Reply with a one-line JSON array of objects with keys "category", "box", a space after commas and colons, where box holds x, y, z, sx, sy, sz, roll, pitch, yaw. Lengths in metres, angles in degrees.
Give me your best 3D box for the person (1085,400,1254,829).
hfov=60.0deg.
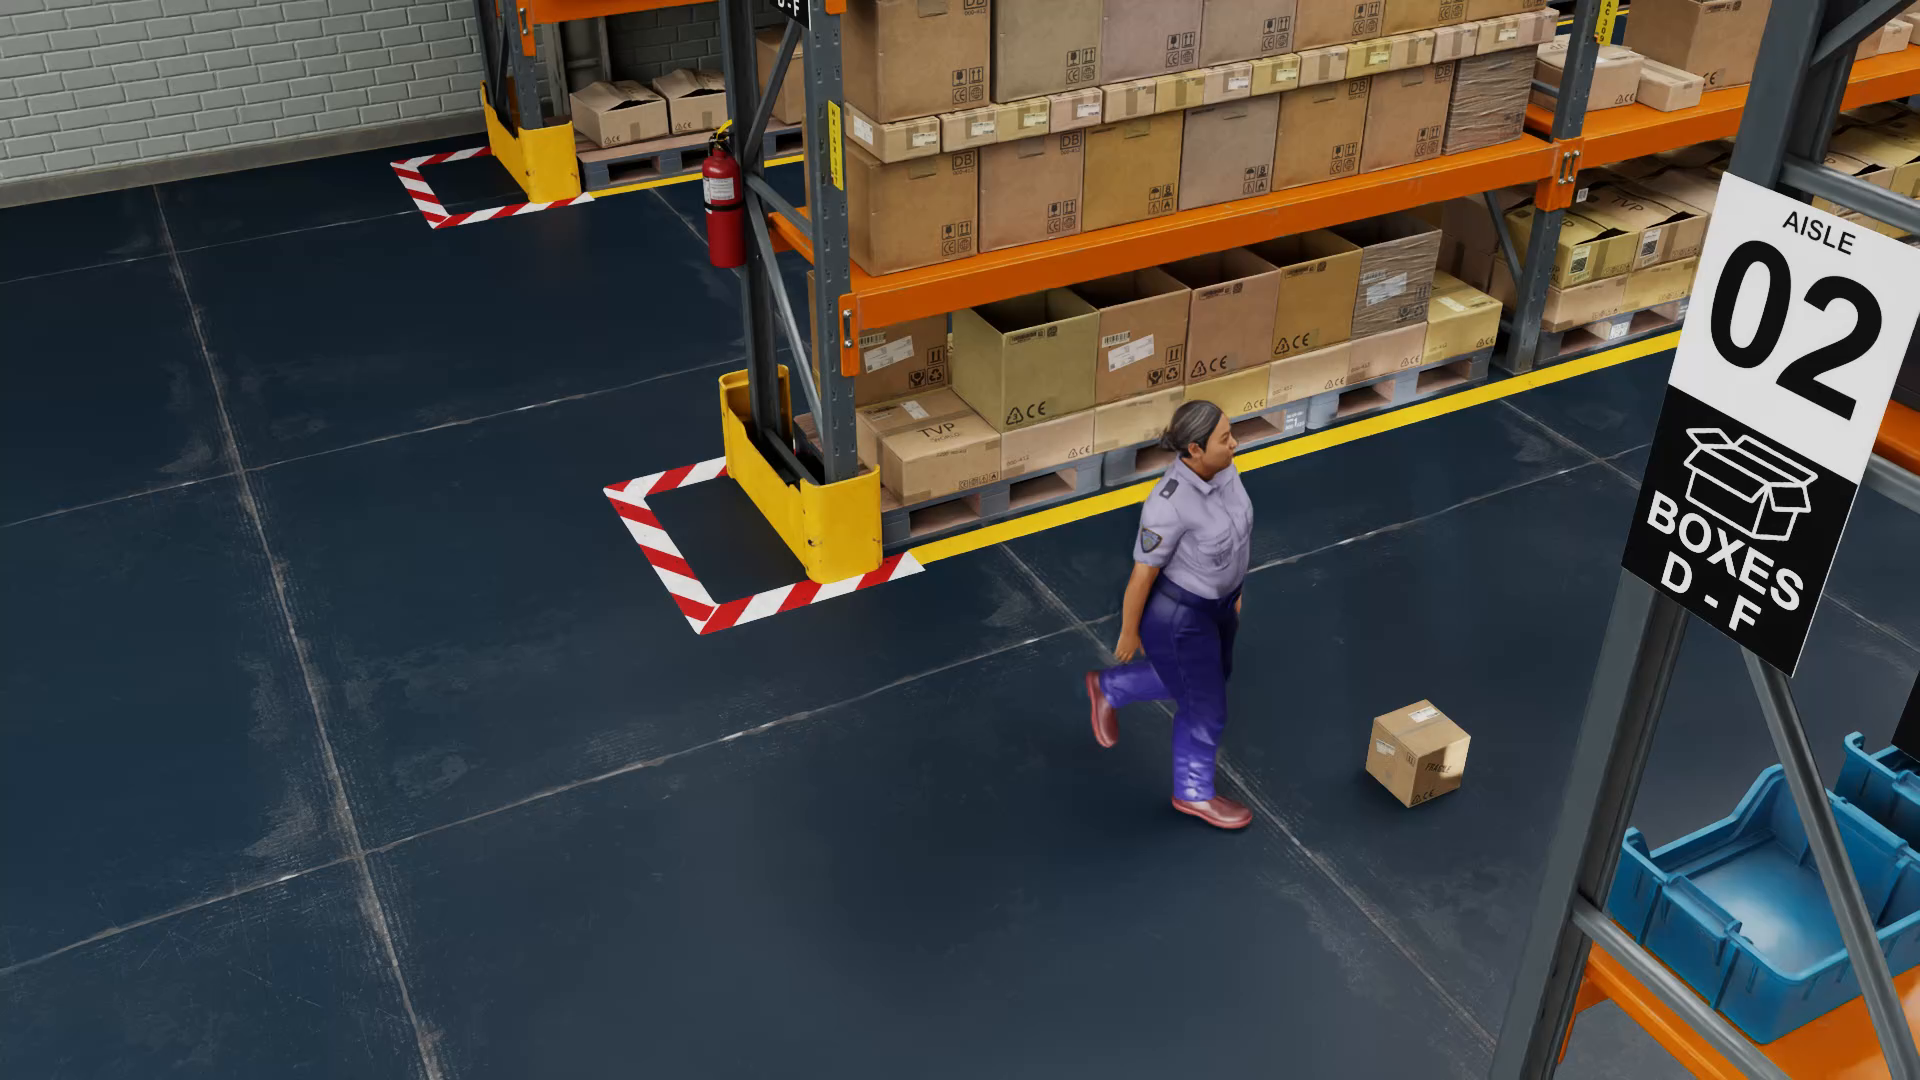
[{"category": "person", "box": [0.759, 0.227, 5.817, 0.772, 1.604, 0.498, 20, 38, 28]}]
